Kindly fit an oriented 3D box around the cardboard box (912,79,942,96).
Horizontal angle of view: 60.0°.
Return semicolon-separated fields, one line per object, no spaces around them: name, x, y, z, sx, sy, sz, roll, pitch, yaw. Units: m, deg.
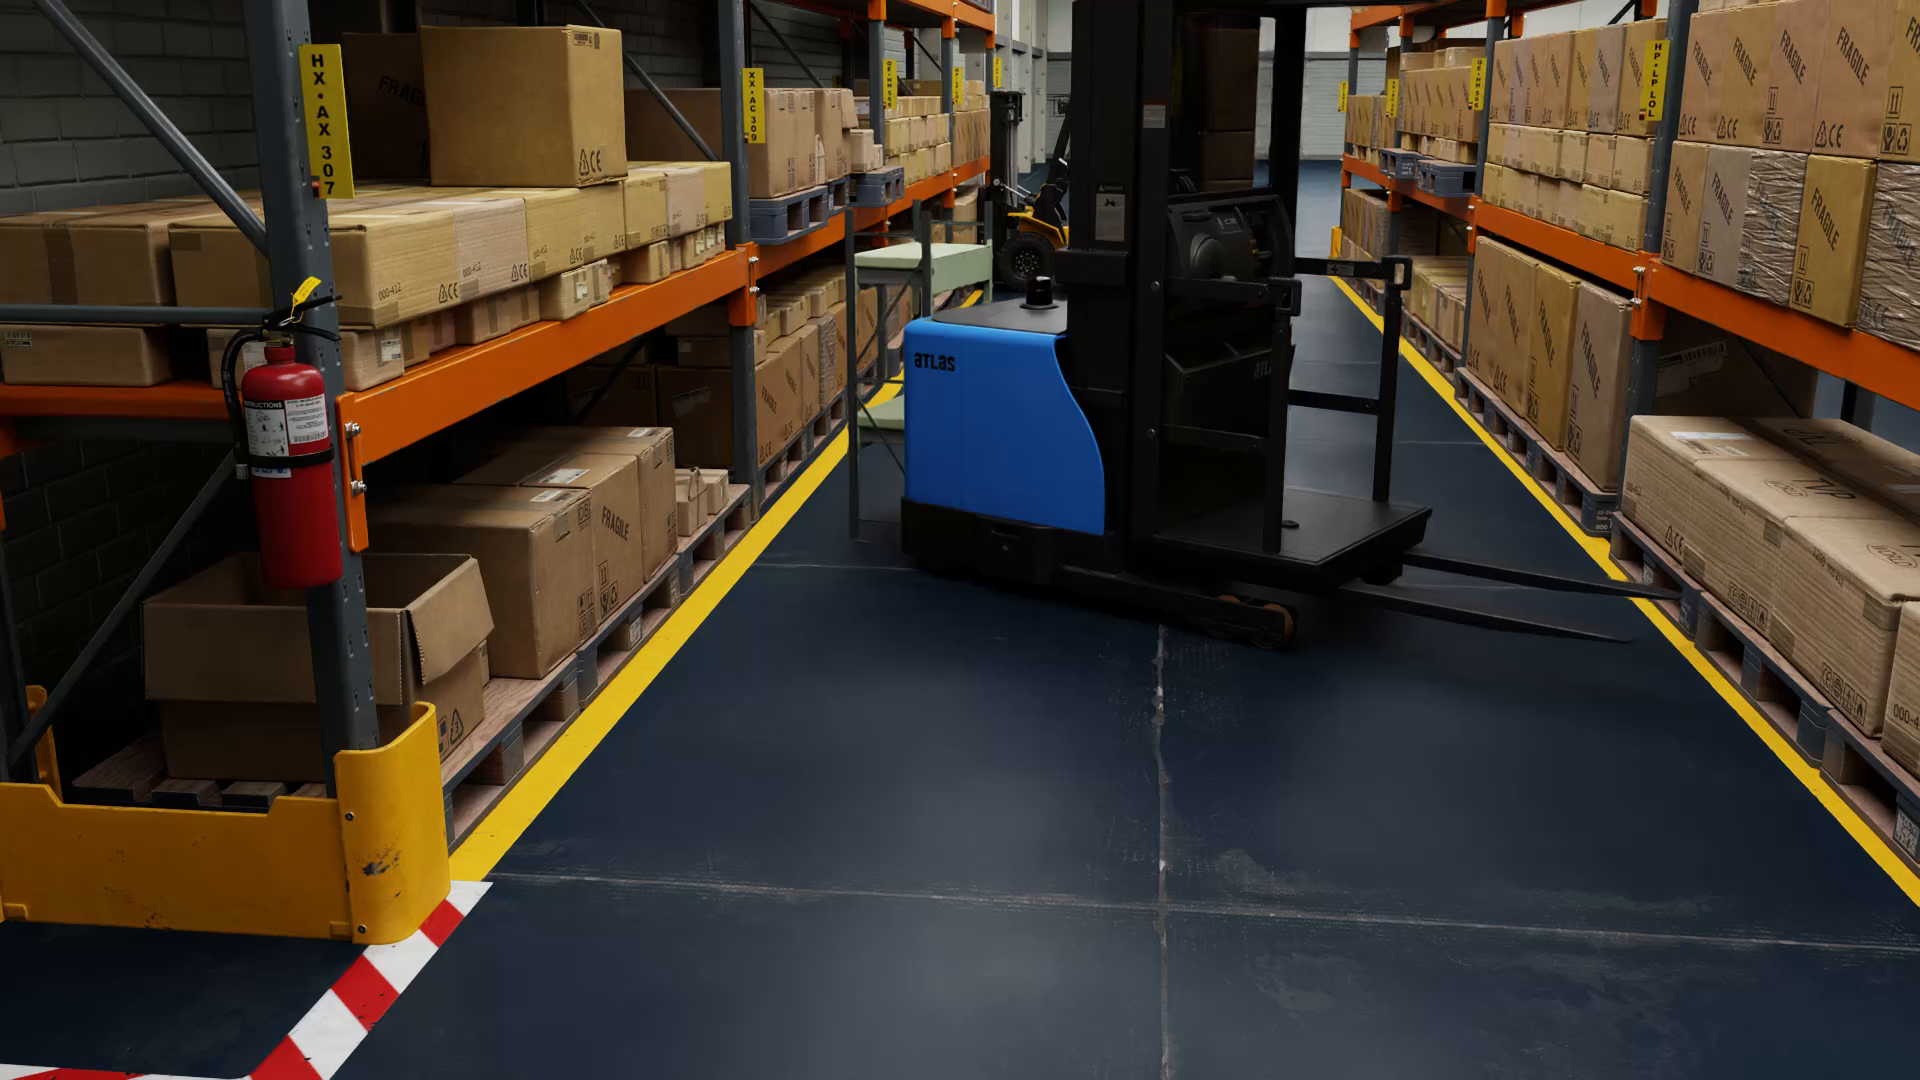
cardboard box;-0.235;-4.197;15.434;0.380;0.149;0.250;2;15;7

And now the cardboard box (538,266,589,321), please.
cardboard box;-1.415;-0.795;5.336;0.380;0.149;0.250;1;15;5

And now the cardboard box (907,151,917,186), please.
cardboard box;-0.611;-2.881;12.856;0.500;0.250;0.500;1;15;4

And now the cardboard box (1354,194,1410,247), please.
cardboard box;4.331;-3.275;17.054;0.500;0.500;0.500;2;15;7

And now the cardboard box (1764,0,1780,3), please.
cardboard box;3.082;-1.971;5.855;0.380;0.149;0.250;2;15;6

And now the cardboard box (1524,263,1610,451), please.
cardboard box;3.549;-0.973;8.780;0.875;0.875;0.875;2;15;8

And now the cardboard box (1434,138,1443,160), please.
cardboard box;3.714;-2.884;12.259;0.380;0.149;0.250;2;15;7

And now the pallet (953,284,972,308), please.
pallet;-0.434;-2.477;16.419;1.003;0.211;1.213;2;15;6

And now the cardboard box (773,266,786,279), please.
cardboard box;-1.386;-1.764;11.181;0.380;0.149;0.250;2;15;9

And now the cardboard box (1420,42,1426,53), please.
cardboard box;4.795;-4.517;15.942;0.700;0.500;0.500;1;15;5

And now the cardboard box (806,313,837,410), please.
cardboard box;-1.015;-1.060;9.822;0.500;0.500;0.500;1;15;4

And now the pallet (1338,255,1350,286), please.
pallet;4.683;-2.935;18.113;1.003;0.211;1.213;2;15;6

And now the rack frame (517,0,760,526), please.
rack frame;-1.469;-1.544;7.624;1.000;3.000;0.127;2;15;6

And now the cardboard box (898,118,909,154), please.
cardboard box;-0.667;-2.988;12.294;0.500;0.250;0.500;2;15;8

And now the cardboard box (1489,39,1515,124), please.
cardboard box;3.617;-2.846;10.334;0.500;0.500;0.500;1;15;4

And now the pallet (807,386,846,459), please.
pallet;-1.279;-0.727;9.946;1.003;0.211;1.213;2;15;6

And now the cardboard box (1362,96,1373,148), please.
cardboard box;4.328;-4.189;16.646;0.500;0.500;0.500;1;15;5

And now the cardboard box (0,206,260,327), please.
cardboard box;-2.132;-0.704;4.238;0.500;0.250;0.500;2;15;8

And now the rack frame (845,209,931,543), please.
rack frame;-0.314;-0.700;7.376;0.400;1.500;0.023;6;16;22

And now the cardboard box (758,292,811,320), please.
cardboard box;-1.077;-1.349;9.647;0.380;0.149;0.250;2;15;6

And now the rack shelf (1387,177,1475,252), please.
rack shelf;4.141;-2.607;12.936;1.077;0.370;4.000;2;15;6

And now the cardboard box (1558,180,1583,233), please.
cardboard box;3.398;-1.712;8.534;0.500;0.250;0.500;1;15;5

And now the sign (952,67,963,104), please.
sign;-0.026;-4.126;15.107;0.100;0.325;0.005;2;15;6

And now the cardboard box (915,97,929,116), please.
cardboard box;-0.451;-3.481;13.356;0.380;0.149;0.250;1;15;5

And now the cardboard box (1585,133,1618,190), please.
cardboard box;3.321;-1.819;7.971;0.500;0.250;0.500;2;15;8

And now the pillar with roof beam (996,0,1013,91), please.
pillar with roof beam;5.220;-11.940;34.577;9.100;9.000;0.400;2;15;6

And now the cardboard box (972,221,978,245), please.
cardboard box;-0.081;-3.112;16.931;0.500;0.250;0.500;2;15;6

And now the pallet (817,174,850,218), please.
pallet;-1.232;-1.984;9.620;1.003;0.211;1.213;2;15;6

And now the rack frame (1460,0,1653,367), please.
rack frame;3.915;-2.436;10.924;1.000;3.000;0.127;2;15;6

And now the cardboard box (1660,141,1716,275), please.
cardboard box;3.151;-1.333;6.652;0.500;0.500;0.500;2;15;8

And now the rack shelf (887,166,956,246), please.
rack shelf;-0.792;-2.752;13.473;1.077;0.370;4.000;2;15;6

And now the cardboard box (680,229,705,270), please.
cardboard box;-1.267;-1.196;6.819;0.380;0.149;0.250;2;15;8

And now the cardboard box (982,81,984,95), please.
cardboard box;0.055;-4.928;18.137;0.380;0.149;0.250;2;15;8

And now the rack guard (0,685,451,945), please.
rack guard;-1.911;0.681;4.186;1.175;0.500;0.348;2;15;6

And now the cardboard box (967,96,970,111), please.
cardboard box;-0.107;-4.320;16.458;0.380;0.149;0.250;2;15;6

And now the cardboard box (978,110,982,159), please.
cardboard box;-0.034;-4.302;17.632;0.500;0.500;0.500;1;15;5

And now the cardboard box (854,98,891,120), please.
cardboard box;-0.689;-3.016;11.637;0.380;0.149;0.250;2;15;8

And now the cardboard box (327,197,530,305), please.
cardboard box;-1.544;-0.818;4.657;0.500;0.250;0.500;2;15;7

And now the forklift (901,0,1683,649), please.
forklift;1.229;-1.167;6.361;3.031;2.935;1.130;11;19;36

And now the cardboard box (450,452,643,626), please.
cardboard box;-1.463;-0.013;5.947;0.500;0.500;0.500;2;15;7

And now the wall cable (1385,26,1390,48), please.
wall cable;13.374;-17.262;47.745;2.305;6.003;0.169;2;15;6

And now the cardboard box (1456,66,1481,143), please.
cardboard box;3.690;-2.956;11.283;0.500;0.500;0.500;1;15;5

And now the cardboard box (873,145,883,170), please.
cardboard box;-0.710;-2.481;10.767;0.380;0.149;0.250;2;15;7

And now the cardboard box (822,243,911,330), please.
cardboard box;-0.867;-1.968;12.940;0.875;0.625;0.625;2;15;8

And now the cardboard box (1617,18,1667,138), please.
cardboard box;3.265;-2.053;7.399;0.500;0.500;0.500;2;15;8

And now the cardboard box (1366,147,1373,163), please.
cardboard box;4.263;-3.841;16.602;0.380;0.149;0.250;2;15;7

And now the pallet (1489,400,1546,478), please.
pallet;3.611;-0.572;9.373;1.003;0.211;1.213;2;15;6

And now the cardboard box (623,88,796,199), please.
cardboard box;-1.192;-1.913;7.996;0.700;0.500;0.500;2;15;8

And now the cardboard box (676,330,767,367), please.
cardboard box;-1.164;-0.938;8.126;0.380;0.149;0.250;2;15;9

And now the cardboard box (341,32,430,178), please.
cardboard box;-1.901;-1.598;6.107;0.500;0.500;0.500;1;15;5

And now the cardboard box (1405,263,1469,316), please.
cardboard box;4.232;-2.085;13.855;0.950;0.372;0.625;3;15;10

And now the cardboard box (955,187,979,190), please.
cardboard box;0.092;-3.753;18.341;0.500;0.250;0.500;2;15;7

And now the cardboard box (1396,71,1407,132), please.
cardboard box;4.029;-3.755;14.235;0.500;0.500;0.500;2;15;8

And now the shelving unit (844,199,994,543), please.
shelving unit;-0.175;-0.788;7.703;0.431;1.500;0.755;6;16;22

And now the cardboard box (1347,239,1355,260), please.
cardboard box;4.387;-3.053;17.669;0.500;0.250;0.500;2;15;8

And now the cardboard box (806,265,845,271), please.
cardboard box;-0.821;-1.755;11.146;0.380;0.149;0.250;1;15;4
